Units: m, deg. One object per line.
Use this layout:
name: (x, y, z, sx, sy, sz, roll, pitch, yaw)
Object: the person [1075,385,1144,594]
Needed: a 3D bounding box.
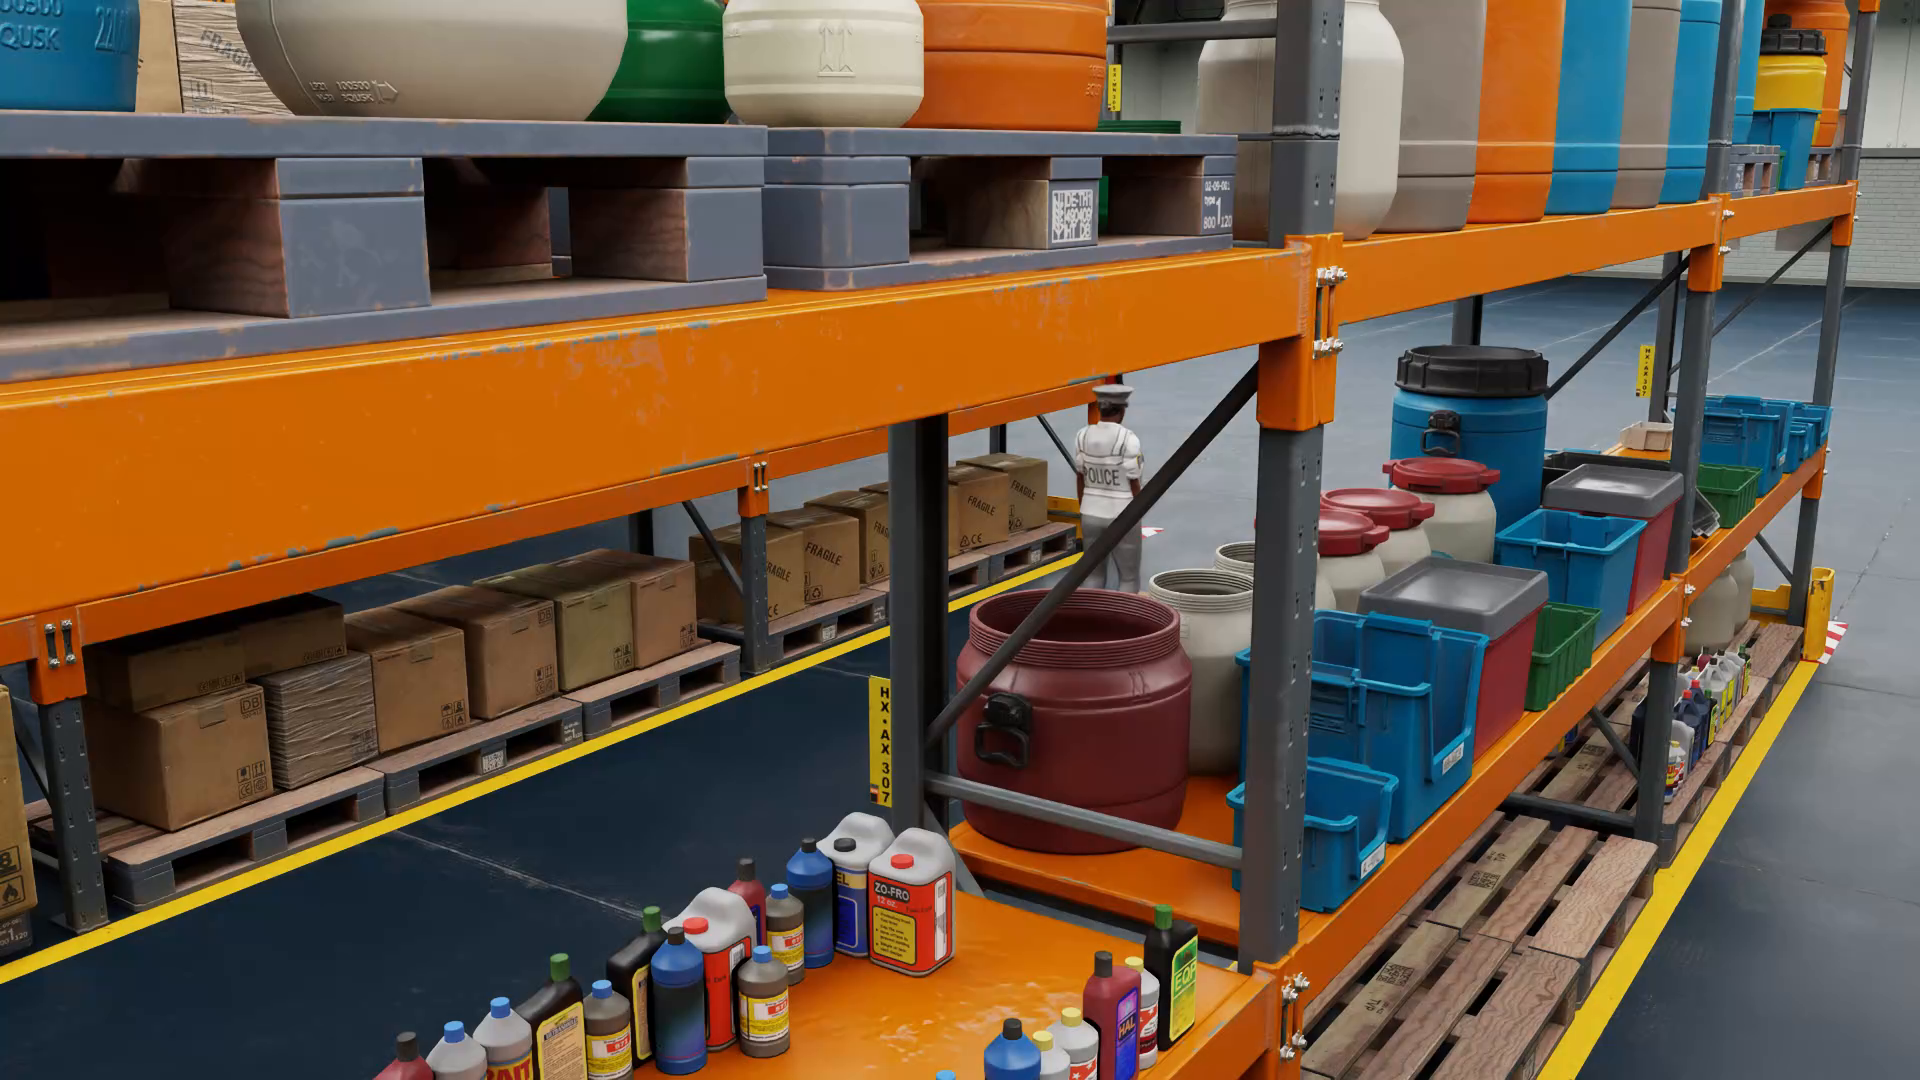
person: (0.893, -0.102, 9.962, 0.440, 1.659, 0.337, 9, 16, 34)
